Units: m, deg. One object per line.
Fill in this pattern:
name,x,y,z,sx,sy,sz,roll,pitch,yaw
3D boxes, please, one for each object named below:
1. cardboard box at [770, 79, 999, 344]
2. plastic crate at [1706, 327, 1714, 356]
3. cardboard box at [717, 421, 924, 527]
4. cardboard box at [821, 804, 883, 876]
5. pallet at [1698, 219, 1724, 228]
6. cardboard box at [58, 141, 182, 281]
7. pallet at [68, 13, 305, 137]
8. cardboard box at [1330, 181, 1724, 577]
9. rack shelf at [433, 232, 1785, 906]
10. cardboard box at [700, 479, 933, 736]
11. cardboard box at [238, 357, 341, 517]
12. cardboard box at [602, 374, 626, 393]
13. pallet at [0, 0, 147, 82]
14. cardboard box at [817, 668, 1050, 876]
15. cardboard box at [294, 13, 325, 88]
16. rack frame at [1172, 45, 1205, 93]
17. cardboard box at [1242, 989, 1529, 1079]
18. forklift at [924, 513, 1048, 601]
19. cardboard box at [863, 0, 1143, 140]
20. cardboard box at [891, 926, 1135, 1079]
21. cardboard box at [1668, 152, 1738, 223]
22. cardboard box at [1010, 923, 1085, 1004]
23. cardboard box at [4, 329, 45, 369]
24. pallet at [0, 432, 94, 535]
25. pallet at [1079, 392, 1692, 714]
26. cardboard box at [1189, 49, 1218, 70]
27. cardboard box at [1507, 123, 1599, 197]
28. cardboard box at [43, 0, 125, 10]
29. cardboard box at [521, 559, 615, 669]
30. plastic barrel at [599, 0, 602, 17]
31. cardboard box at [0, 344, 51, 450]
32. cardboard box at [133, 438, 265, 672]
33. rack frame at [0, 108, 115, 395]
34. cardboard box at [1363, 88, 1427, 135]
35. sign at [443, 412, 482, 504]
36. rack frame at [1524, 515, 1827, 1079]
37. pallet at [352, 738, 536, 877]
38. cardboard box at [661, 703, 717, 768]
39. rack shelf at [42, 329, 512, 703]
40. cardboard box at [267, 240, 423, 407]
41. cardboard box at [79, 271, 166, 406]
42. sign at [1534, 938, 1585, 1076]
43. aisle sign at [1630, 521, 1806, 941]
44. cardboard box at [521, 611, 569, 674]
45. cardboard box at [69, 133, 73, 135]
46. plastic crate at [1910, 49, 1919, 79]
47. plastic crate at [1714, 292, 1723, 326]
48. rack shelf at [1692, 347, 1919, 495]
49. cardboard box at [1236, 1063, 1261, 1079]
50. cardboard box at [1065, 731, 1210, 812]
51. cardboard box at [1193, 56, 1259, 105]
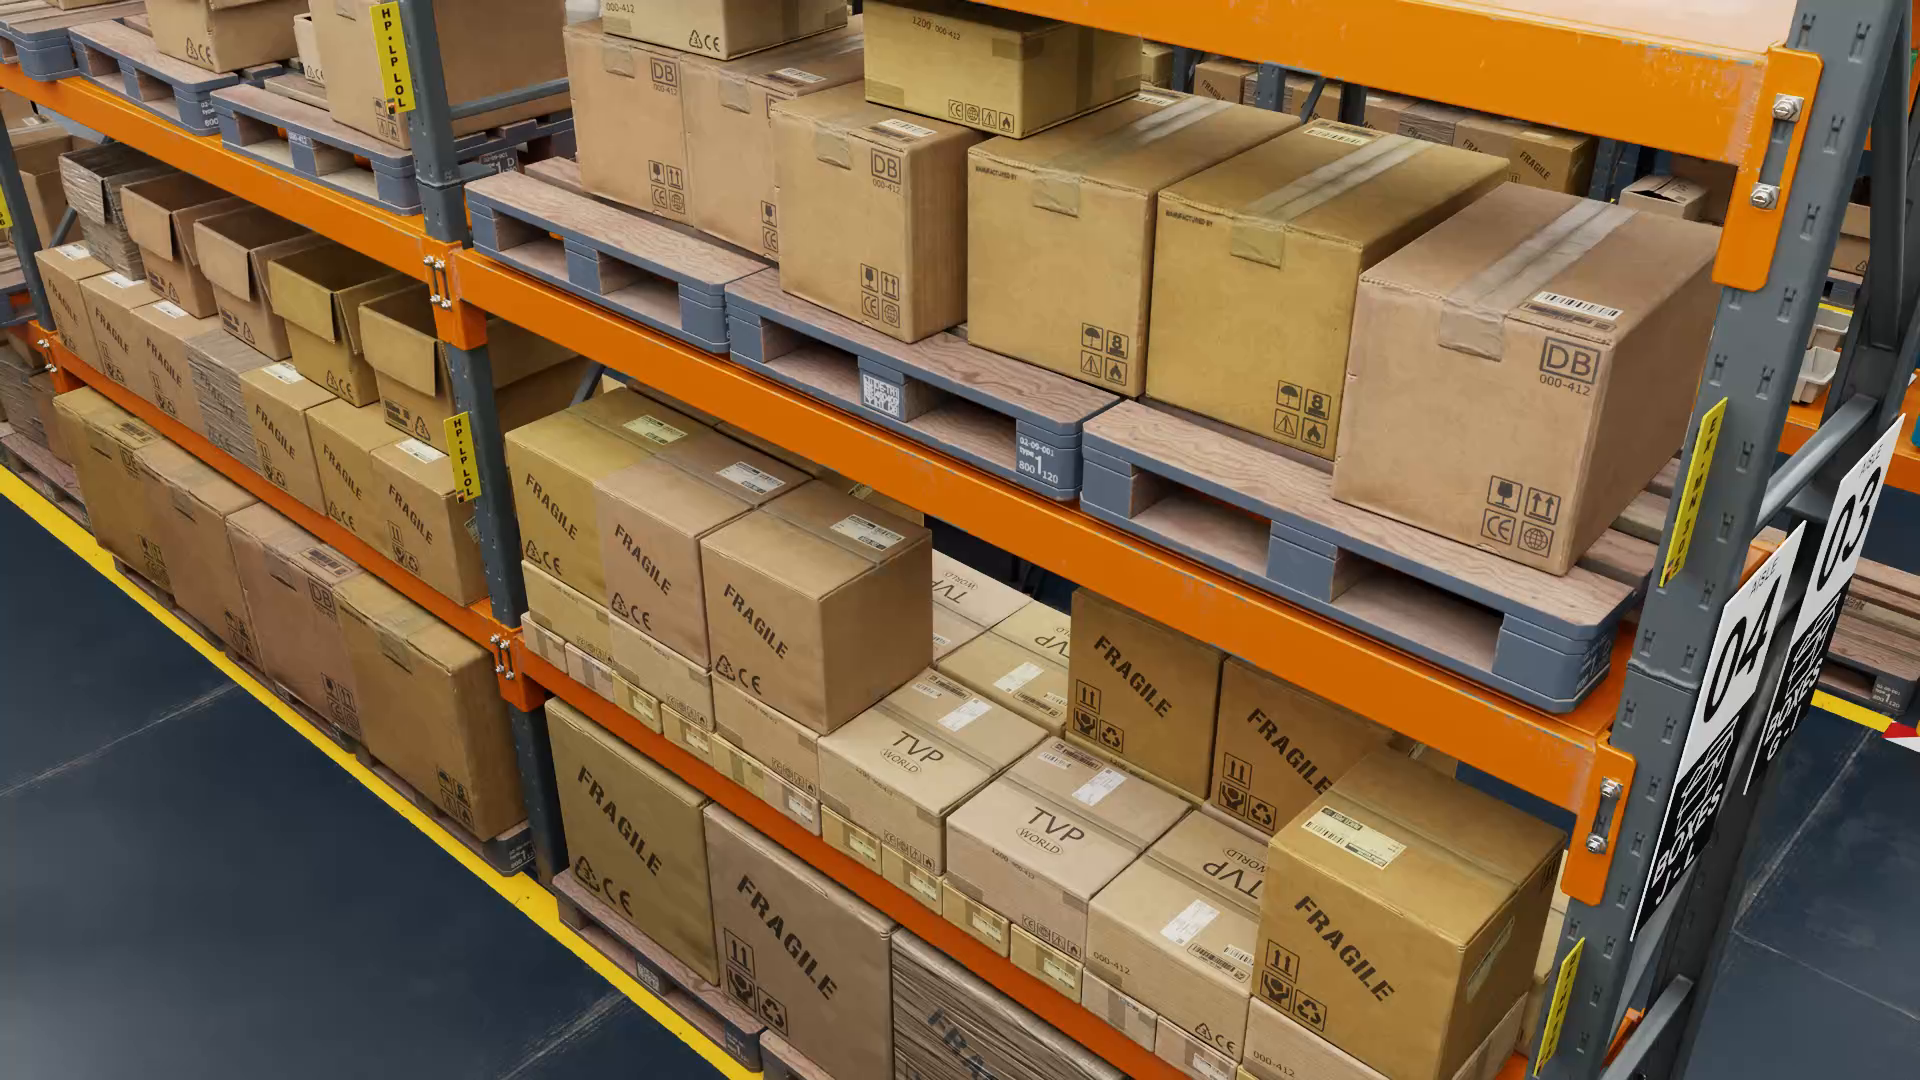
cardboard box,-0.056,-0.913,4.350,0.500,0.500,0.700,27,40,37
plastic crate,3.538,-0.957,8.129,0.250,0.136,0.298,25,39,35
cardboard box,-0.476,-0.186,5.781,0.500,0.500,0.500,25,39,36
cardboard box,-0.212,0.842,5.186,0.250,0.149,0.380,24,38,34
pallet,5.794,-2.388,13.012,1.213,0.211,1.003,25,39,35
cardboard box,-3.799,-1.631,7.982,0.637,0.503,0.797,27,40,37
pallet,-2.986,-2.034,6.995,1.213,0.211,1.003,27,40,37
cardboard box,1.179,-0.359,3.429,0.500,0.500,0.700,22,38,32
rack shelf,0.118,-0.318,4.660,4.000,0.370,1.077,25,39,35
cardboard box,-0.432,0.197,5.144,0.500,0.500,0.500,24,38,34
cardboard box,-2.649,-0.486,7.052,0.500,0.500,0.500,25,39,35
cardboard box,-1.538,-0.331,6.795,0.500,0.500,0.500,25,39,35
pallet,-3.818,-2.420,7.636,1.003,0.211,1.213,27,40,37
cardboard box,-0.079,0.691,5.051,0.500,0.250,0.500,25,39,35
cardboard box,-2.118,-1.875,6.226,0.500,0.311,0.500,24,38,34
rack frame,2.320,-5.205,14.988,0.127,3.000,1.000,25,39,35
cardboard box,1.063,1.221,4.170,0.500,0.250,0.500,24,39,34
forklift,-0.145,-0.943,7.974,1.130,2.935,3.031,7,32,11
cardboard box,0.110,-1.224,4.139,0.500,0.250,0.500,24,38,34
cardboard box,0.398,1.575,5.378,0.875,0.875,0.875,25,39,35
cardboard box,5.898,-2.849,13.072,0.500,0.500,0.500,25,39,35
cardboard box,0.358,1.108,4.745,0.250,0.149,0.380,24,39,34
cardboard box,-5.248,-1.257,9.700,0.500,0.250,0.500,-24,39,-34
pallet,-4.909,-0.494,9.866,1.213,0.211,1.003,25,39,35
pallet,1.044,-0.149,3.767,1.213,0.211,1.003,25,39,35
cardboard box,2.128,-4.741,15.931,0.500,0.311,0.500,27,40,37
cardboard box,4.727,-2.999,13.321,0.500,0.500,0.500,25,39,35
cardboard box,-3.830,-2.744,7.484,0.797,0.503,0.637,-27,40,-37
cardboard box,-1.192,0.166,5.923,0.500,0.250,0.500,24,39,34
plastic barrel,-2.546,-3.936,12.748,0.433,0.535,0.433,0,31,0
cardboard box,-5.261,-0.947,9.912,0.500,0.500,0.700,21,37,31
cardboard box,-3.177,-0.129,8.209,0.875,0.875,1.225,25,39,35
rack frame,-4.331,-1.418,8.697,0.127,3.000,1.000,25,39,35
cardboard box,3.616,-3.522,14.190,0.500,0.500,0.500,24,38,34
sign,-1.722,-0.285,5.769,0.005,0.325,0.100,25,39,35
rack frame,1.601,1.351,4.098,0.127,3.000,1.000,25,39,35
pallet,-1.988,0.923,7.512,1.213,0.211,1.003,25,39,35
cardboard box,-0.782,0.576,5.629,0.250,0.149,0.380,24,38,34
rack shelf,-2.848,-0.418,7.733,4.000,0.370,1.077,25,39,35
cardboard box,-2.345,-0.966,6.877,0.637,0.503,0.797,26,39,36
cardboard box,-3.769,-1.011,7.924,0.500,0.500,0.500,24,38,34
sign,1.226,0.956,3.402,0.005,0.325,0.100,25,39,35
aisle sign,1.453,0.377,3.196,0.004,0.787,0.394,25,39,35
cardboard box,-1.369,0.304,6.081,0.250,0.149,0.380,25,39,35
cardboard box,-5.419,-2.202,9.737,0.500,0.250,0.500,24,38,34
plastic crate,4.002,-1.970,6.911,0.336,0.188,0.450,25,39,35
plastic crate,3.986,-1.164,8.380,0.300,0.233,0.416,25,39,35
rack shelf,3.442,-0.927,8.579,4.000,0.370,1.077,25,39,35
cardboard box,0.922,1.372,4.307,0.250,0.149,0.380,25,39,36
cardboard box,0.666,0.666,5.093,0.500,0.250,0.500,24,38,34
cardboard box,2.465,-4.056,15.076,0.500,0.500,0.500,27,40,37
